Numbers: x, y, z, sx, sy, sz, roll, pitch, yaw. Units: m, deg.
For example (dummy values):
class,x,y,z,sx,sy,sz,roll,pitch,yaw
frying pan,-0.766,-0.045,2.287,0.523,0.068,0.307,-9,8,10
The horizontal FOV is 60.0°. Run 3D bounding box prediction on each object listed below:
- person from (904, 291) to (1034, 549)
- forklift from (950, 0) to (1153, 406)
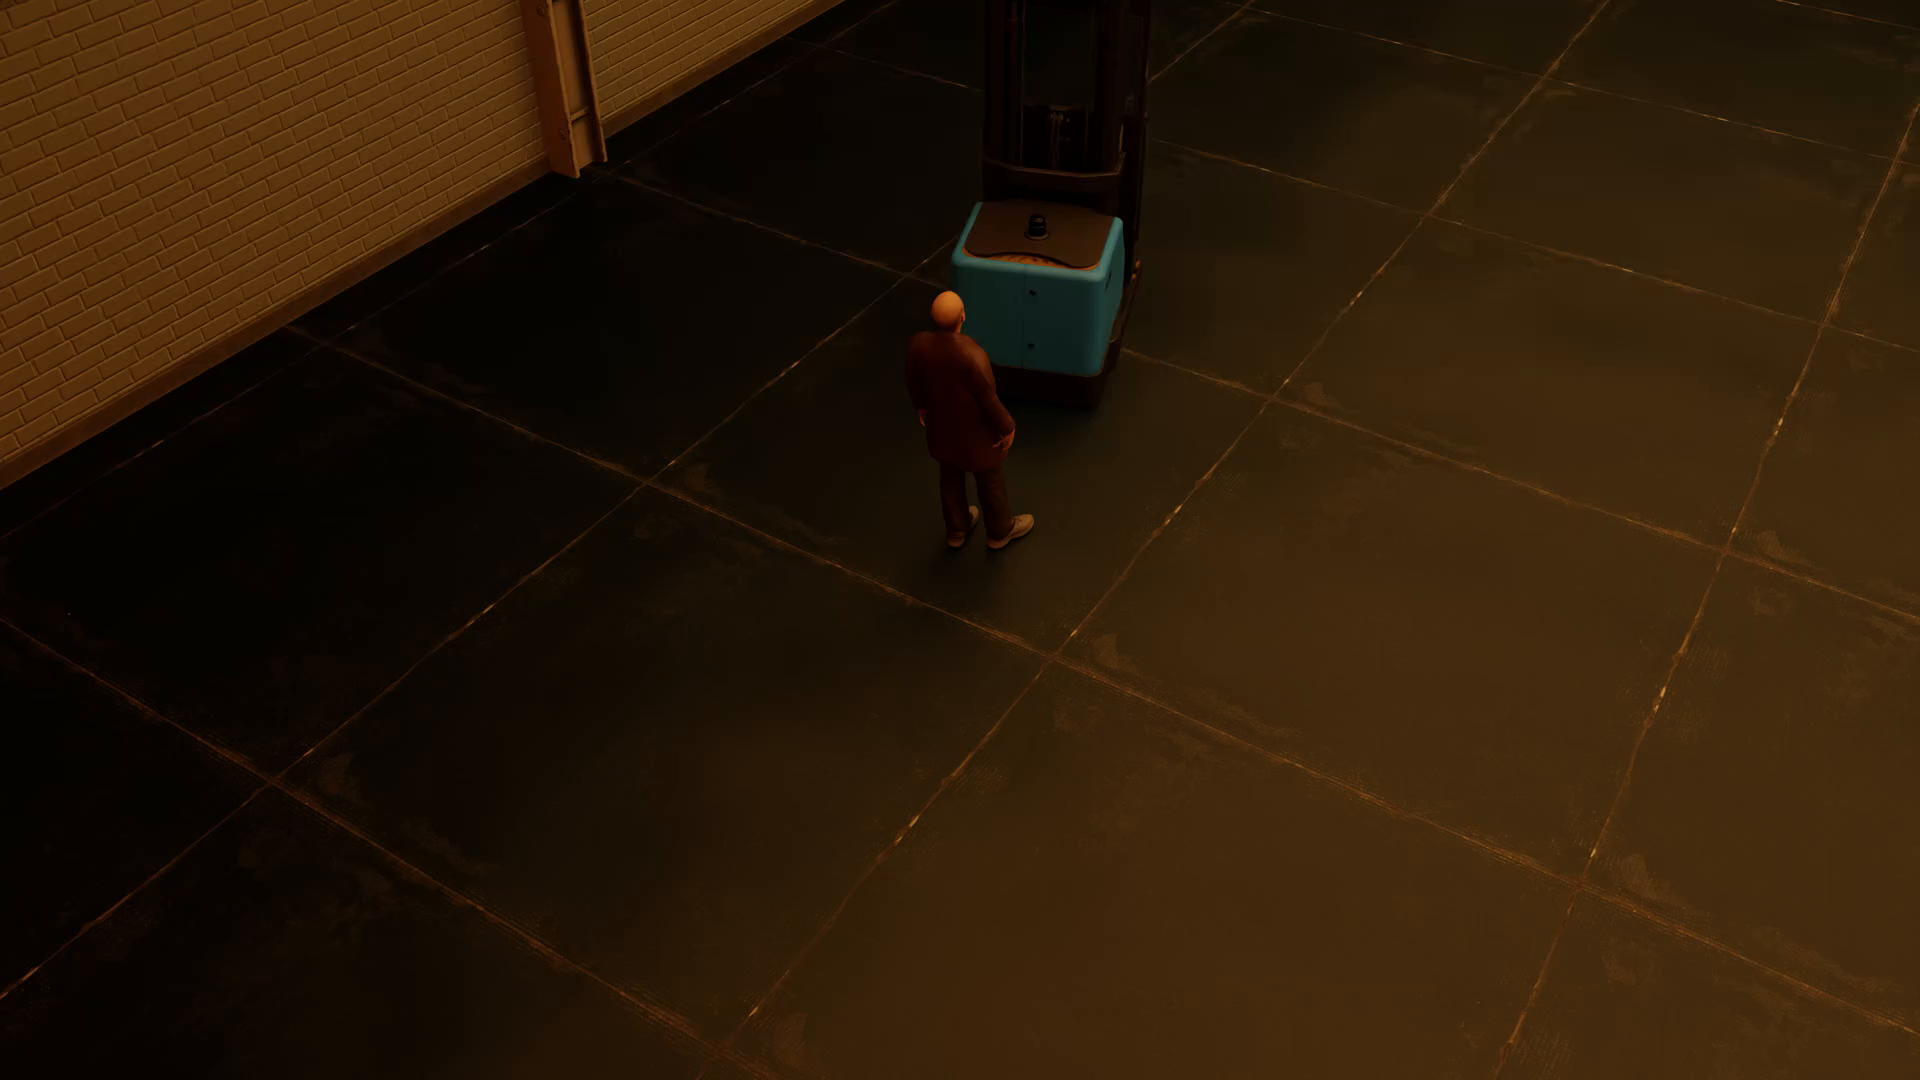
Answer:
class,x,y,z,sx,sy,sz,roll,pitch,yaw
person,0.053,-0.731,9.711,0.694,1.775,0.582,22,45,24
forklift,0.760,-2.980,11.483,1.130,2.935,3.031,9,41,10
